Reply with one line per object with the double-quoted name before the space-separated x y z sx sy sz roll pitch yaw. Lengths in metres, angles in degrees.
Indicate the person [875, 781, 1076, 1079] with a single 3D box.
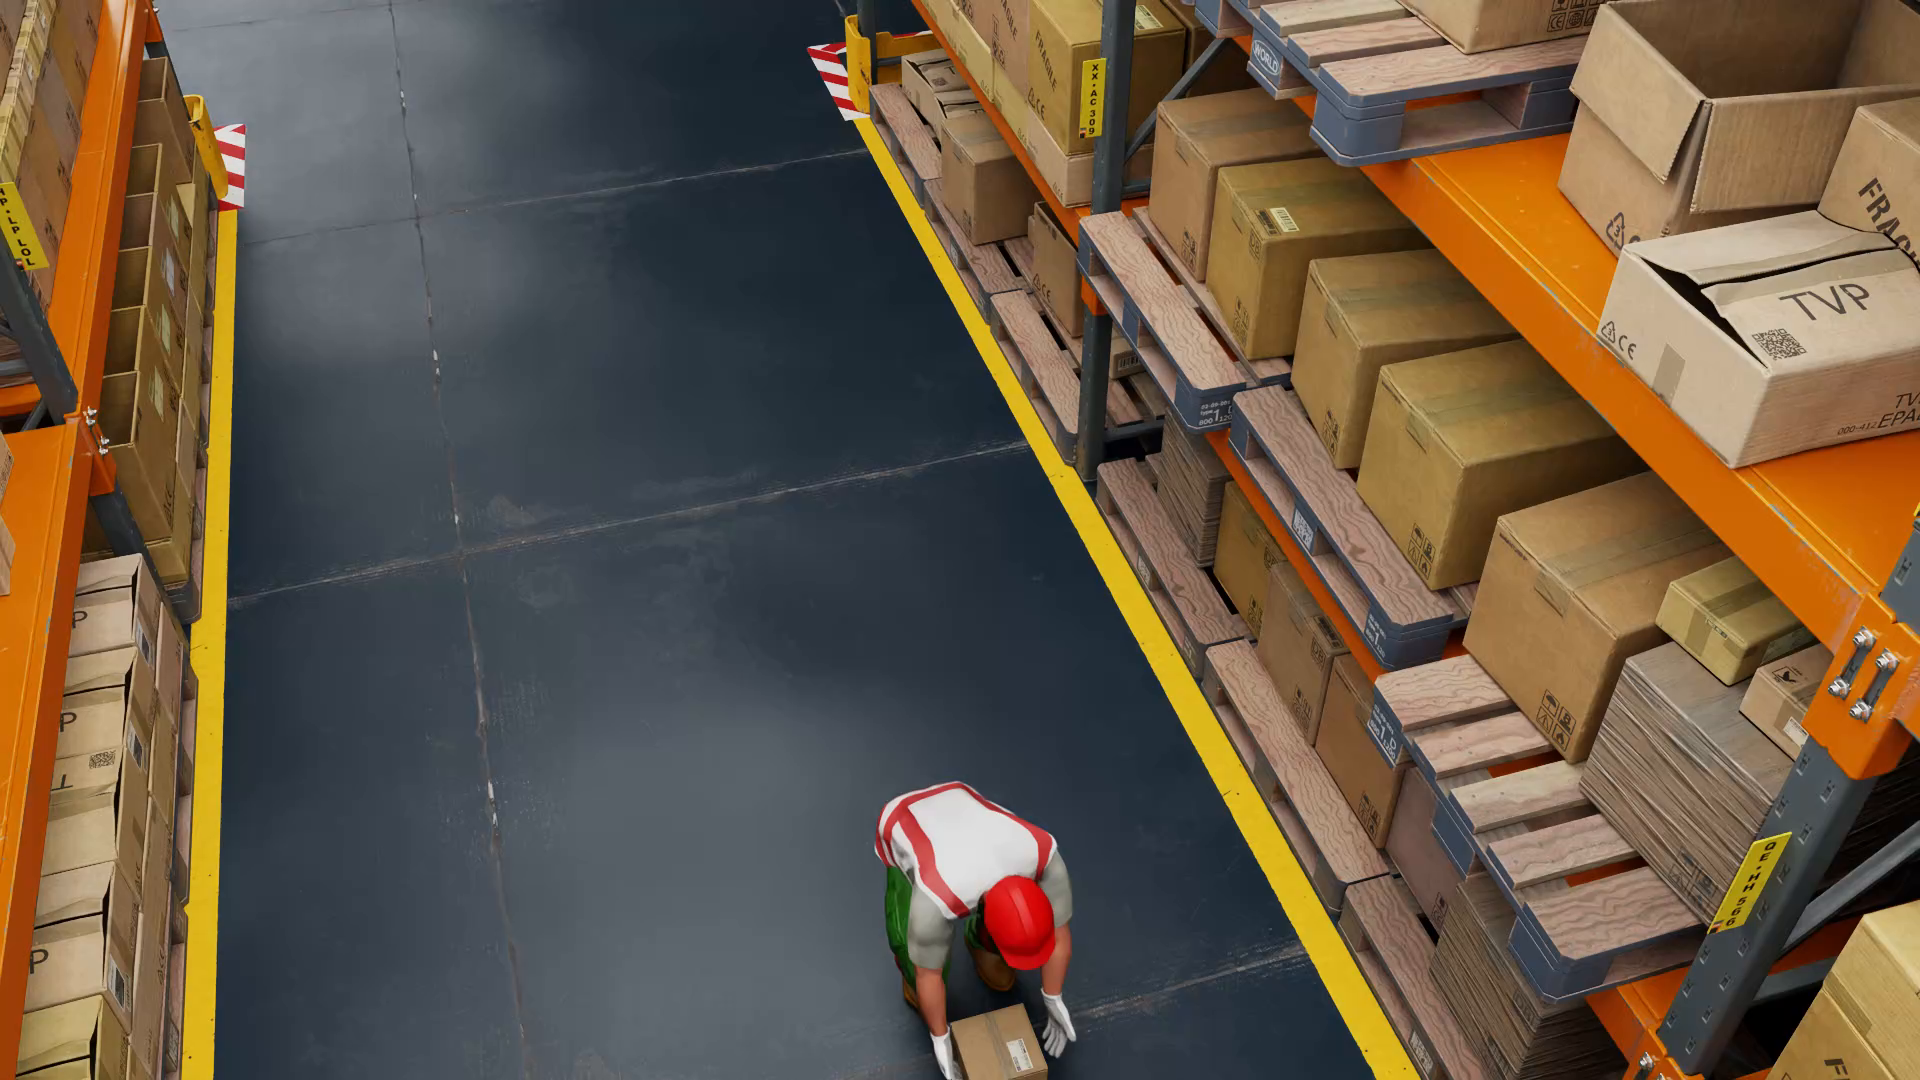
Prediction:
"person" 0.045 1.196 5.406 0.573 0.994 0.877 -12 43 -13
